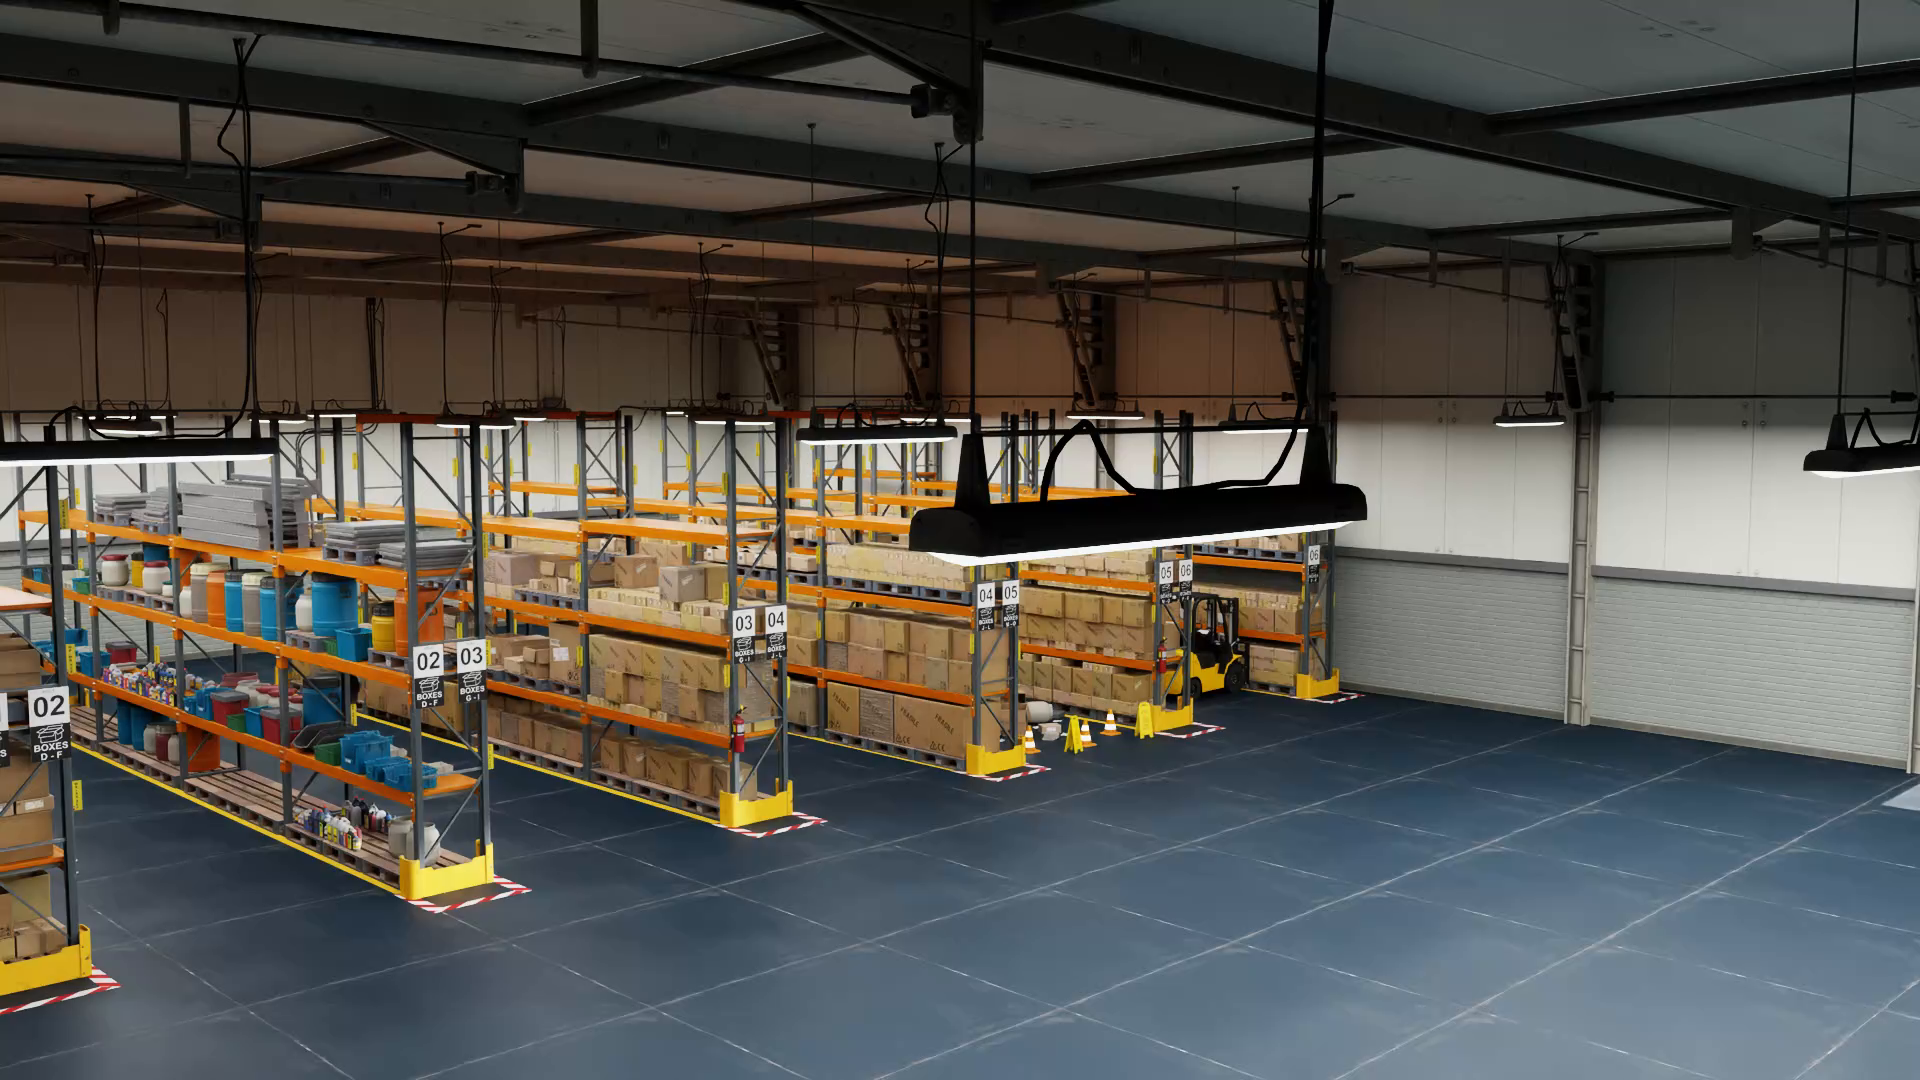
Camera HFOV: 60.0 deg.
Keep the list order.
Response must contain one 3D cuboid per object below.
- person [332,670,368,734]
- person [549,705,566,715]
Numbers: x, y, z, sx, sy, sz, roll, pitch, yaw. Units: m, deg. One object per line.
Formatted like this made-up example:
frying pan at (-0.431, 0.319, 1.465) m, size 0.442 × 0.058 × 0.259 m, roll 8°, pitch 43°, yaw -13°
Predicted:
person at (-11.357, 2.823, 30.807) m, size 0.713 × 1.673 × 1.065 m, roll -5°, pitch 7°, yaw -43°
person at (-7.700, 2.691, 31.957) m, size 0.585 × 1.727 × 0.465 m, roll 4°, pitch 7°, yaw 42°
